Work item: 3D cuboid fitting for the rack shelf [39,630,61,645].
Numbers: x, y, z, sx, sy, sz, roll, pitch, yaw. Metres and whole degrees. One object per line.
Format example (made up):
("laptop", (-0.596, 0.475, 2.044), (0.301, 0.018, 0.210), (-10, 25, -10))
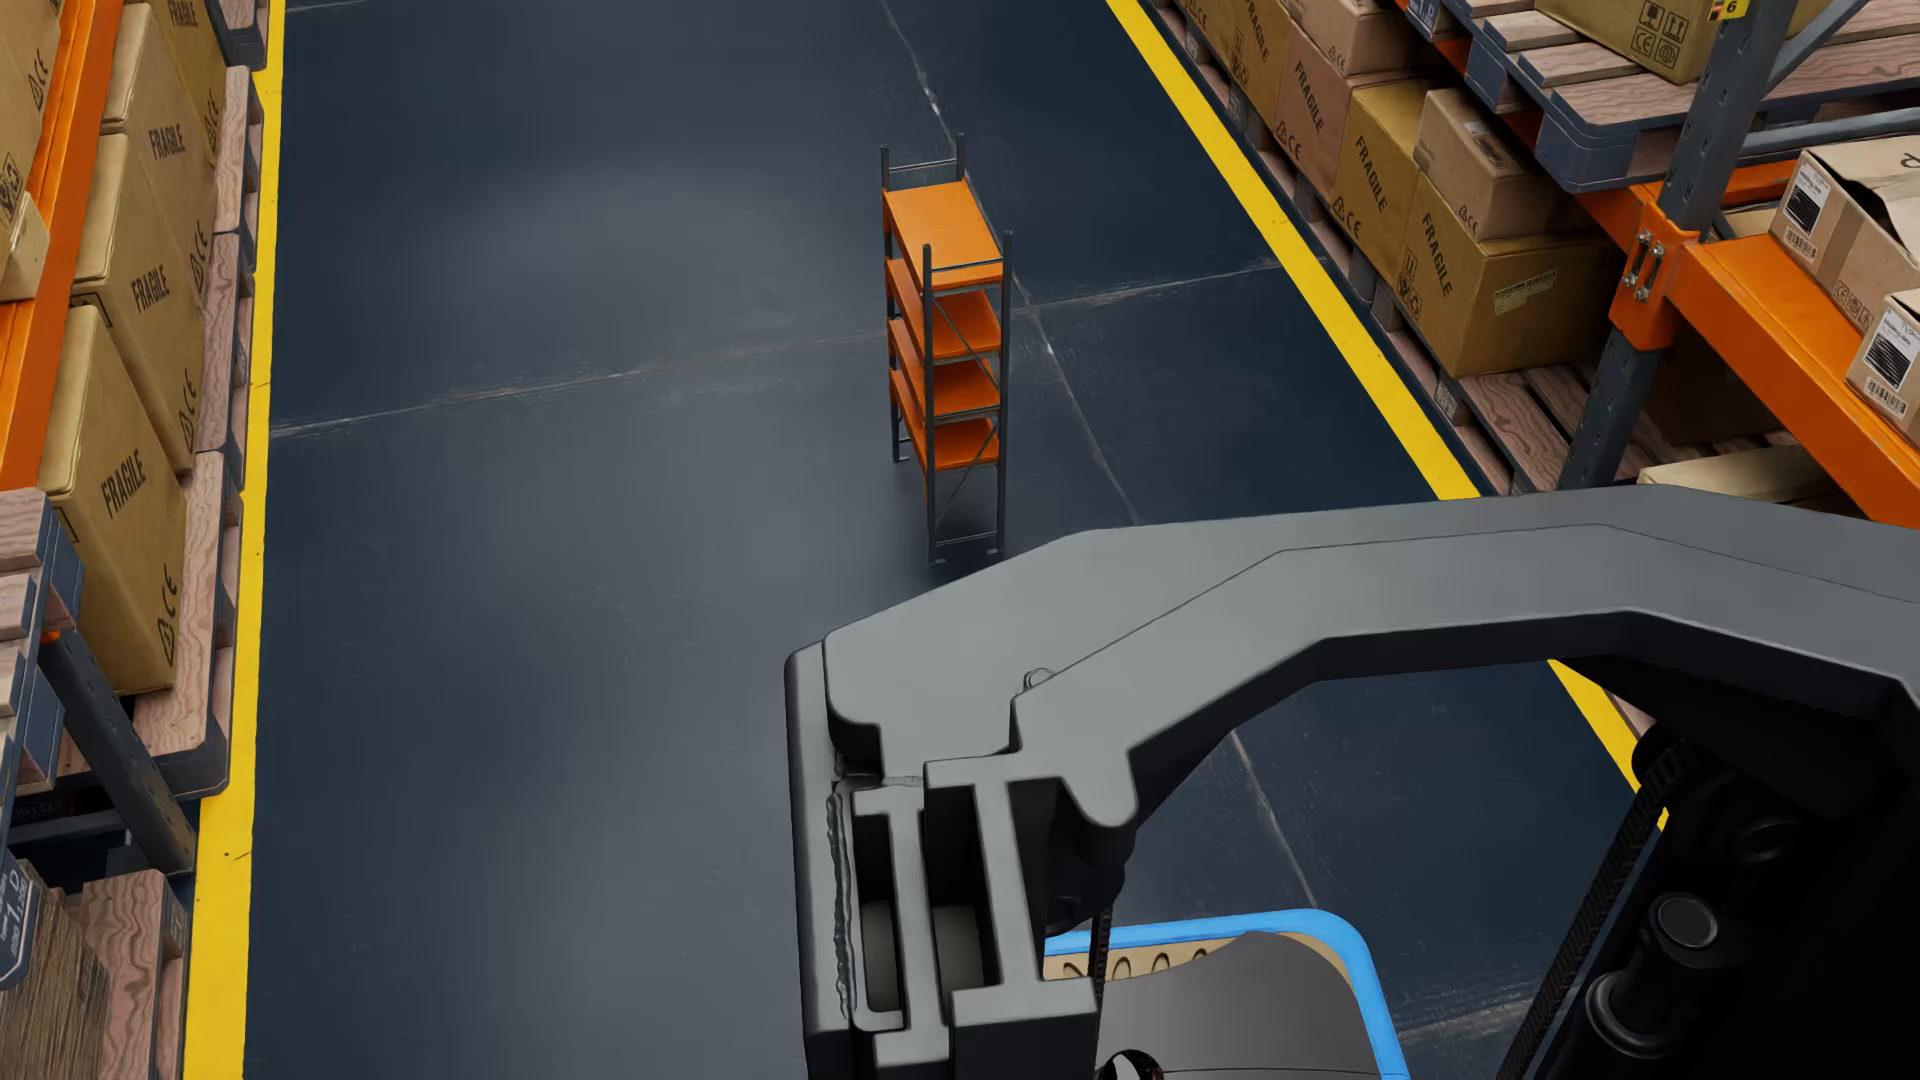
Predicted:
("rack shelf", (-2.007, 1.511, 2.172), (1.077, 0.370, 4.000), (-11, 47, -10))

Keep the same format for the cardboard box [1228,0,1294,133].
("cardboard box", (1.401, -1.979, 6.531), (0.500, 0.500, 0.500), (-10, 46, -10))

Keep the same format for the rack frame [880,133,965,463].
("rack frame", (-0.105, -0.703, 5.099), (0.240, 1.200, 0.015), (-11, 47, -10))

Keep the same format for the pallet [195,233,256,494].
("pallet", (-2.956, -0.544, 5.635), (1.003, 0.211, 1.213), (-11, 47, -10))

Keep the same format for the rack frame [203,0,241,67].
("rack frame", (-3.543, -2.883, 5.975), (1.000, 3.000, 0.127), (-11, 47, -10))

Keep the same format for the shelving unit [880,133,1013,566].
("shelving unit", (-0.042, -0.534, 4.933), (0.258, 1.200, 0.503), (-11, 47, -10))

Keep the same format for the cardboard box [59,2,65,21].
("cardboard box", (-2.843, -1.550, 4.830), (0.380, 0.149, 0.250), (-9, 46, -9))

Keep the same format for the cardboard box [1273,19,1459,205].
("cardboard box", (1.530, -1.630, 6.189), (0.500, 0.500, 0.500), (-12, 47, -12))

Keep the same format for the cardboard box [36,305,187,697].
("cardboard box", (-2.580, -0.047, 4.407), (0.750, 0.750, 0.750), (-11, 47, -11))

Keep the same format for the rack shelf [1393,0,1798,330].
("rack shelf", (1.757, -2.159, 5.769), (1.077, 0.370, 4.000), (-11, 47, -10))

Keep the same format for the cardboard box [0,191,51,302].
("cardboard box", (-2.421, -0.684, 3.982), (0.380, 0.149, 0.250), (-9, 46, -9))

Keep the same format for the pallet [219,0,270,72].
("pallet", (-3.662, -2.446, 7.499), (1.003, 0.211, 1.213), (-11, 47, -10))

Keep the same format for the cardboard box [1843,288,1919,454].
("cardboard box", (2.311, -0.345, 3.551), (0.500, 0.311, 0.500), (-11, 47, -11))

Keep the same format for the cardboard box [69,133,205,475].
("cardboard box", (-2.798, -0.653, 5.001), (0.750, 0.750, 0.750), (-11, 47, -11))

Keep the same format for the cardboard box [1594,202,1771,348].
("cardboard box", (2.289, -1.036, 5.607), (0.500, 0.500, 0.500), (-12, 47, -12))

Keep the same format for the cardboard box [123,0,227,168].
("cardboard box", (-3.251, -1.852, 6.176), (0.750, 0.750, 0.750), (-10, 46, -10))

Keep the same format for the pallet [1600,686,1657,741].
("pallet", (2.442, 0.522, 4.591), (1.003, 0.211, 1.213), (-11, 47, -10))

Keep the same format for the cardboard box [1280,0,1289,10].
("cardboard box", (1.389, -2.264, 6.285), (0.500, 0.250, 0.500), (-11, 47, -10))

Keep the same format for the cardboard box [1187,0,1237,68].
("cardboard box", (1.281, -2.325, 6.871), (0.500, 0.500, 0.500), (-10, 46, -10))

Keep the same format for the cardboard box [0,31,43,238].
("cardboard box", (-2.521, -1.013, 3.850), (0.500, 0.500, 0.500), (-9, 46, -9))

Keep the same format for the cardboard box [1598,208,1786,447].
("cardboard box", (2.429, -0.675, 5.254), (0.500, 0.500, 0.500), (-9, 46, -9))

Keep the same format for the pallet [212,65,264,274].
("pallet", (-3.272, -1.388, 6.462), (1.003, 0.211, 1.213), (-11, 47, -10))

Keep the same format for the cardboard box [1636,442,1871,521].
("cardboard box", (2.119, 0.005, 4.384), (0.500, 0.311, 0.500), (-9, 46, -9))

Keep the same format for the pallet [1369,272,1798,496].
("pallet", (2.114, -0.576, 5.667), (1.003, 0.211, 1.213), (-11, 47, -10))

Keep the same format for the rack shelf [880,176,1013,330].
("rack shelf", (-0.042, -0.809, 4.653), (0.258, 0.148, 0.480), (-11, 47, -10))

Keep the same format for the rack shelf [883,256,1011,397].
("rack shelf", (-0.042, -0.644, 4.822), (0.258, 0.148, 0.480), (-11, 47, -10))

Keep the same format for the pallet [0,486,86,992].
("pallet", (-2.233, 0.418, 2.874), (1.213, 0.211, 1.003), (-11, 47, -10))

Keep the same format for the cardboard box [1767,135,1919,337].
("cardboard box", (2.320, -0.739, 3.937), (0.500, 0.311, 0.500), (-8, 46, -8))

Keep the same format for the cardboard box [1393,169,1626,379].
("cardboard box", (1.803, -0.911, 5.485), (0.500, 0.500, 0.500), (-9, 46, -9))

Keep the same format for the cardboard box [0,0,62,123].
("cardboard box", (-2.647, -1.356, 4.186), (0.500, 0.500, 0.500), (-11, 47, -10))

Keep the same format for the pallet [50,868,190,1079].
("pallet", (-2.320, 1.395, 3.735), (1.003, 0.211, 1.213), (-11, 47, -10))

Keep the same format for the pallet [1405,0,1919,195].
("pallet", (2.028, -1.418, 4.673), (1.213, 0.211, 1.003), (-11, 47, -10))

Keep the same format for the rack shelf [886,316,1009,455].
("rack shelf", (-0.042, -0.487, 4.982), (0.258, 0.148, 0.480), (-11, 47, -10))

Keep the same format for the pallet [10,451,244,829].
("pallet", (-2.648, 0.297, 4.811), (1.003, 0.211, 1.213), (-11, 47, -10))

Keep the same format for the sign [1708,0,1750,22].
("sign", (1.747, -1.301, 3.670), (0.100, 0.325, 0.005), (-11, 47, -10))

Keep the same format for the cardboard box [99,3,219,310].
("cardboard box", (-3.020, -1.239, 5.575), (0.750, 0.750, 0.750), (-9, 46, -9))

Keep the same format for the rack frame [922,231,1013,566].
("rack frame", (0.020, -0.366, 4.768), (0.240, 1.200, 0.015), (-11, 47, -10))

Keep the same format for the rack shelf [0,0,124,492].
("rack shelf", (-3.031, -1.250, 4.879), (1.077, 0.370, 4.000), (-11, 47, -10))

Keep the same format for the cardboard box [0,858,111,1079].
("cardboard box", (-2.284, 1.087, 3.526), (0.700, 0.500, 0.500), (-10, 46, -10))

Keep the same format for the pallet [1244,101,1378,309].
("pallet", (1.806, -1.417, 6.491), (1.003, 0.211, 1.213), (-11, 47, -10))

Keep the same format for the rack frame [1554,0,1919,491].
("rack frame", (2.269, -1.030, 4.159), (1.000, 3.000, 0.127), (-11, 47, -10))

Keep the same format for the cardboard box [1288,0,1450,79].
("cardboard box", (1.518, -1.918, 5.946), (0.500, 0.250, 0.500), (-12, 47, -11))

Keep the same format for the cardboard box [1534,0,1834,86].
("cardboard box", (1.999, -1.626, 4.379), (0.700, 0.500, 0.500), (-26, 51, -23))

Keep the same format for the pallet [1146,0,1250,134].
("pallet", (1.490, -2.260, 7.318), (1.003, 0.211, 1.213), (-11, 47, -10))

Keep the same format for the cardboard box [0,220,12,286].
("cardboard box", (-2.396, -0.649, 3.494), (0.500, 0.500, 0.500), (-9, 46, -9))

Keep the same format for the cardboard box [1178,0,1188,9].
("cardboard box", (1.133, -2.692, 7.230), (0.500, 0.500, 0.500), (-13, 47, -12))

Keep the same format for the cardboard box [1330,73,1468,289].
("cardboard box", (1.670, -1.269, 5.835), (0.500, 0.500, 0.500), (-12, 47, -12))

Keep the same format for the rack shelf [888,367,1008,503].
("rack shelf", (-0.042, -0.348, 5.123), (0.258, 0.148, 0.480), (-11, 47, -10))

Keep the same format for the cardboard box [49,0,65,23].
("cardboard box", (-2.788, -1.714, 4.537), (0.500, 0.500, 0.500), (-10, 46, -9))

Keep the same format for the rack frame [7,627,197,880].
("rack frame", (-2.519, -0.121, 3.269), (1.000, 3.000, 0.127), (-11, 47, -10))

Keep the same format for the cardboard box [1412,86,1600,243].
("cardboard box", (1.784, -1.212, 5.255), (0.500, 0.250, 0.500), (-9, 46, -9))

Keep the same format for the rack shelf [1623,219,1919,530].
("rack shelf", (2.781, 0.603, 3.062), (1.077, 0.370, 4.000), (-11, 47, -10))
